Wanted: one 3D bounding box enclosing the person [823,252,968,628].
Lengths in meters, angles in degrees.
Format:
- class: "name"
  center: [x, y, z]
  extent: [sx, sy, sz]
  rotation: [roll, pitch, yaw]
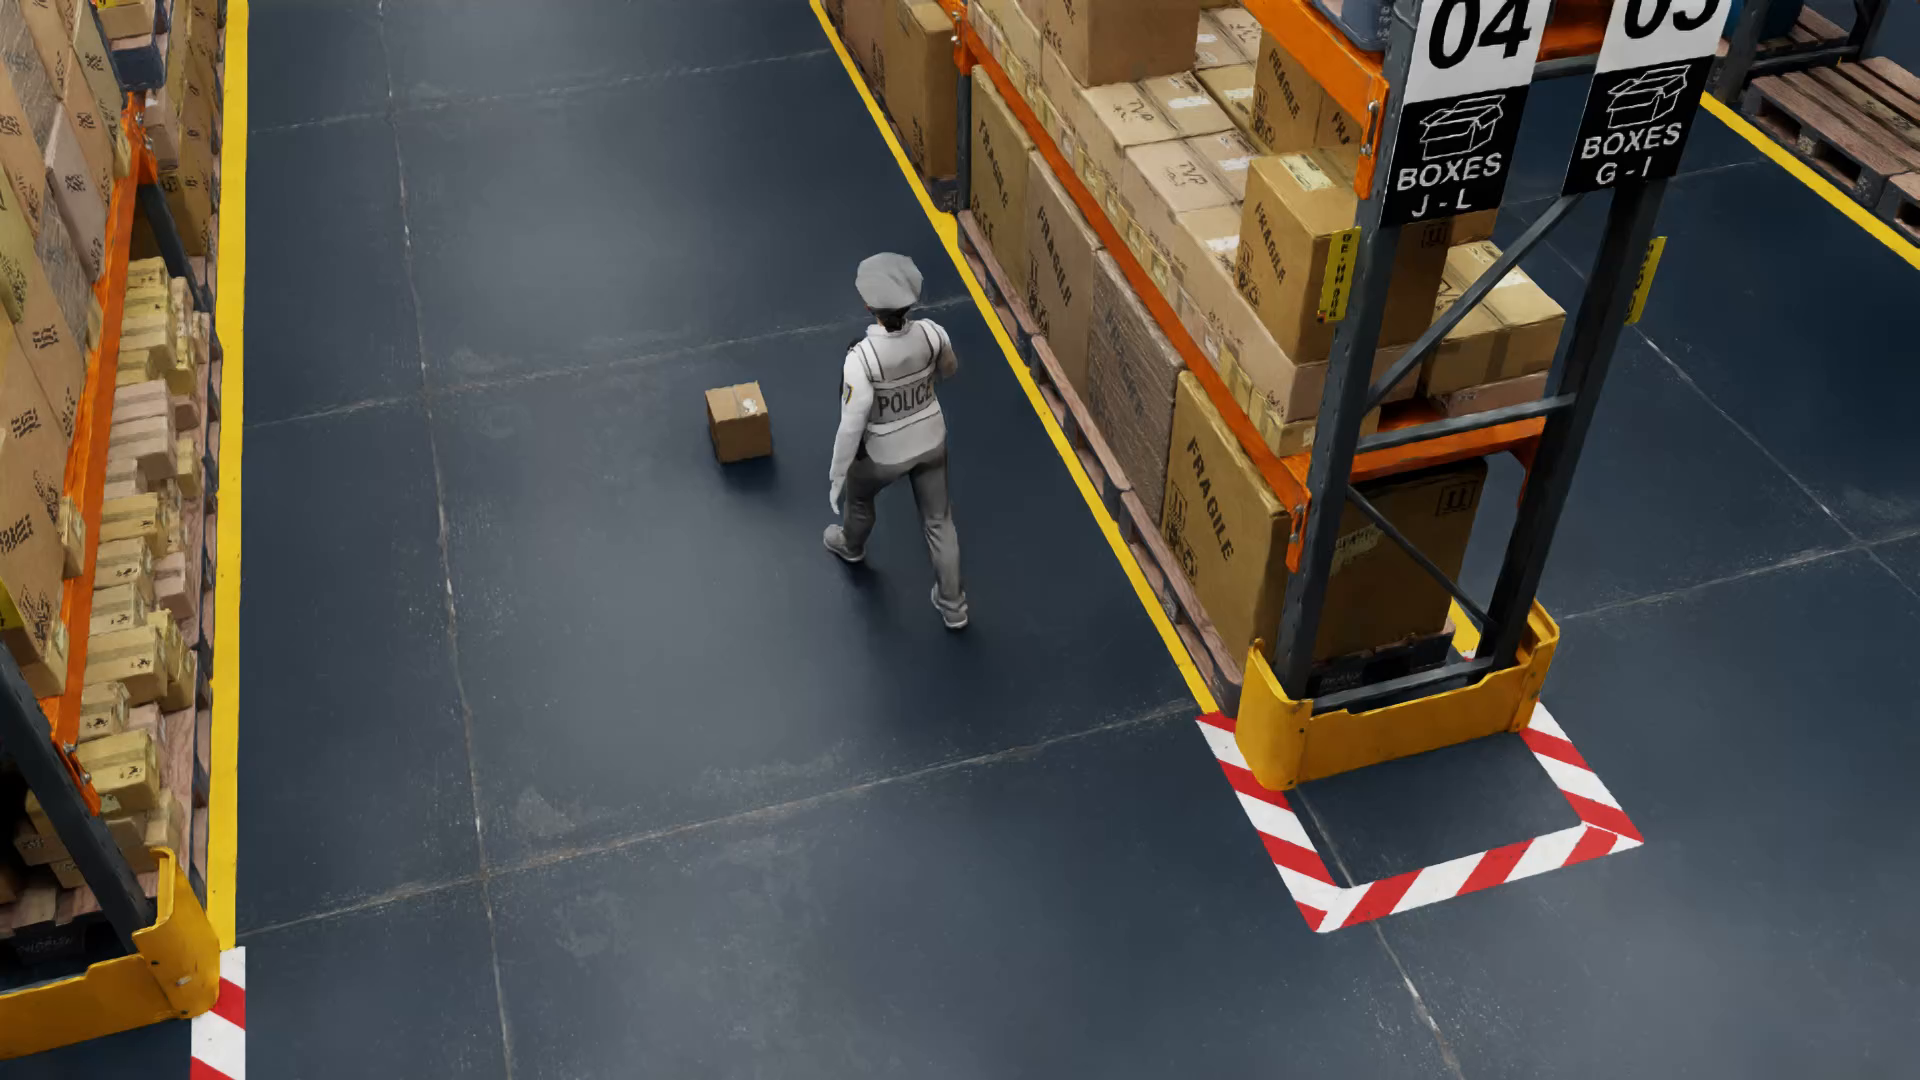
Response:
- class: "person"
  center: [-0.309, -0.427, 6.621]
  extent: [0.666, 1.664, 0.851]
  rotation: [-22, 47, -22]
